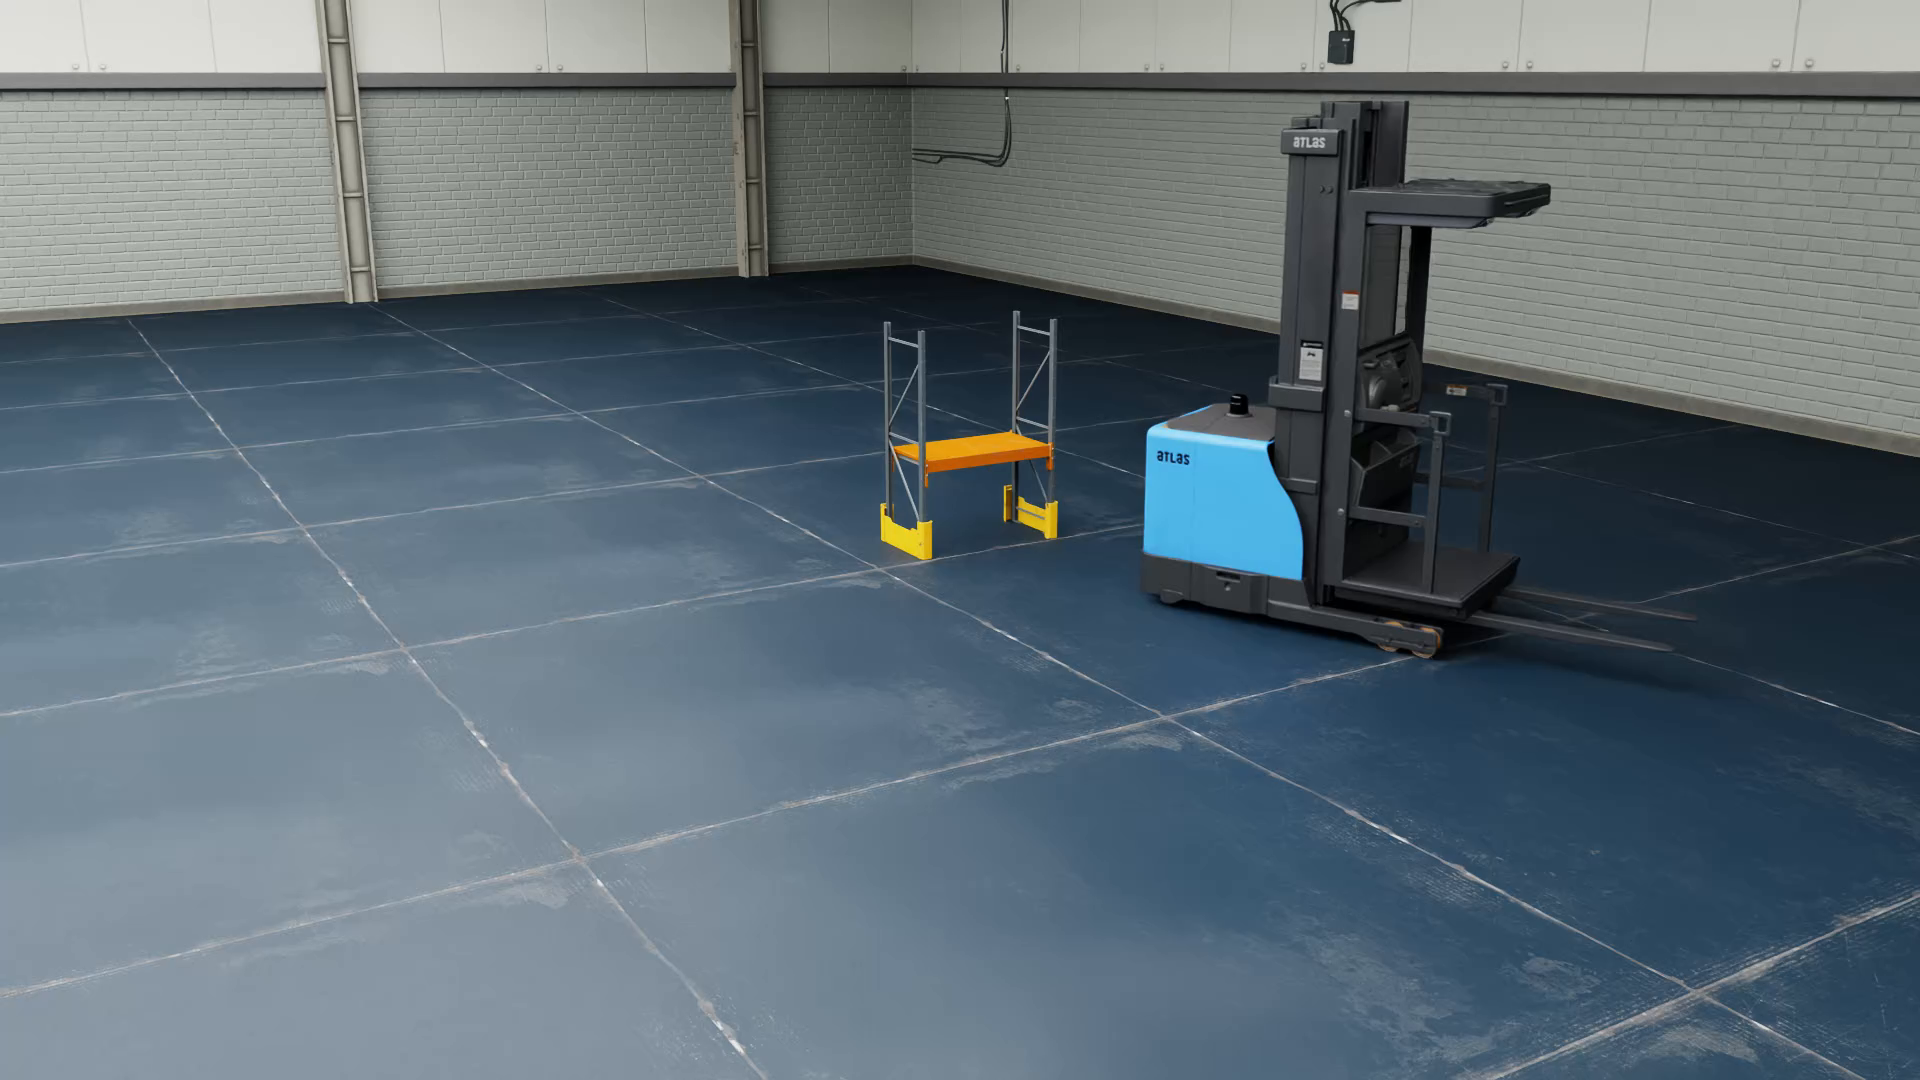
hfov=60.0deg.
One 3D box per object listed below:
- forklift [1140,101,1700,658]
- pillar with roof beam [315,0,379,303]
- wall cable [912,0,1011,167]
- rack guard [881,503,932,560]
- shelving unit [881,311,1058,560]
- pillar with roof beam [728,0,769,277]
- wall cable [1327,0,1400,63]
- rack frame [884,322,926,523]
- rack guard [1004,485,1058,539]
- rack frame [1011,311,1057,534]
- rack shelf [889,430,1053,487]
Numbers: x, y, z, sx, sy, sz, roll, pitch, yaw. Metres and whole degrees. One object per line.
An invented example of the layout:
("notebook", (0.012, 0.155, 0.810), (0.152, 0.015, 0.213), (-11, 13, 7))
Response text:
("forklift", (2.598, -0.928, 9.289), (3.031, 2.935, 1.130), (10, 19, 33))
("pillar with roof beam", (-6.198, -6.694, 18.618), (0.400, 9.000, 9.100), (-9, 18, -30))
("wall cable", (-0.066, -7.132, 25.935), (0.112, 2.526, 3.097), (-9, 18, -30))
("rack guard", (-0.362, -0.062, 11.167), (0.087, 0.250, 0.587), (-9, 18, -30))
("shelving unit", (0.065, -0.733, 11.245), (1.083, 1.500, 0.587), (-9, 18, -30))
("pillar with roof beam", (-1.055, -7.528, 21.593), (0.400, 9.000, 9.100), (-9, 18, -30))
("wall cable", (4.810, -8.067, 17.213), (0.169, 6.003, 2.305), (-9, 18, -30))
("rack frame", (-0.363, -0.663, 10.998), (0.032, 1.500, 0.500), (-9, 18, -30))
("rack guard", (0.492, -0.200, 11.661), (0.087, 0.250, 0.587), (-9, 18, -30))
("rack frame", (0.509, -0.805, 11.502), (0.032, 1.500, 0.500), (-9, 18, -30))
("rack shelf", (0.073, -0.561, 11.298), (1.000, 0.185, 0.538), (-9, 18, -30))
